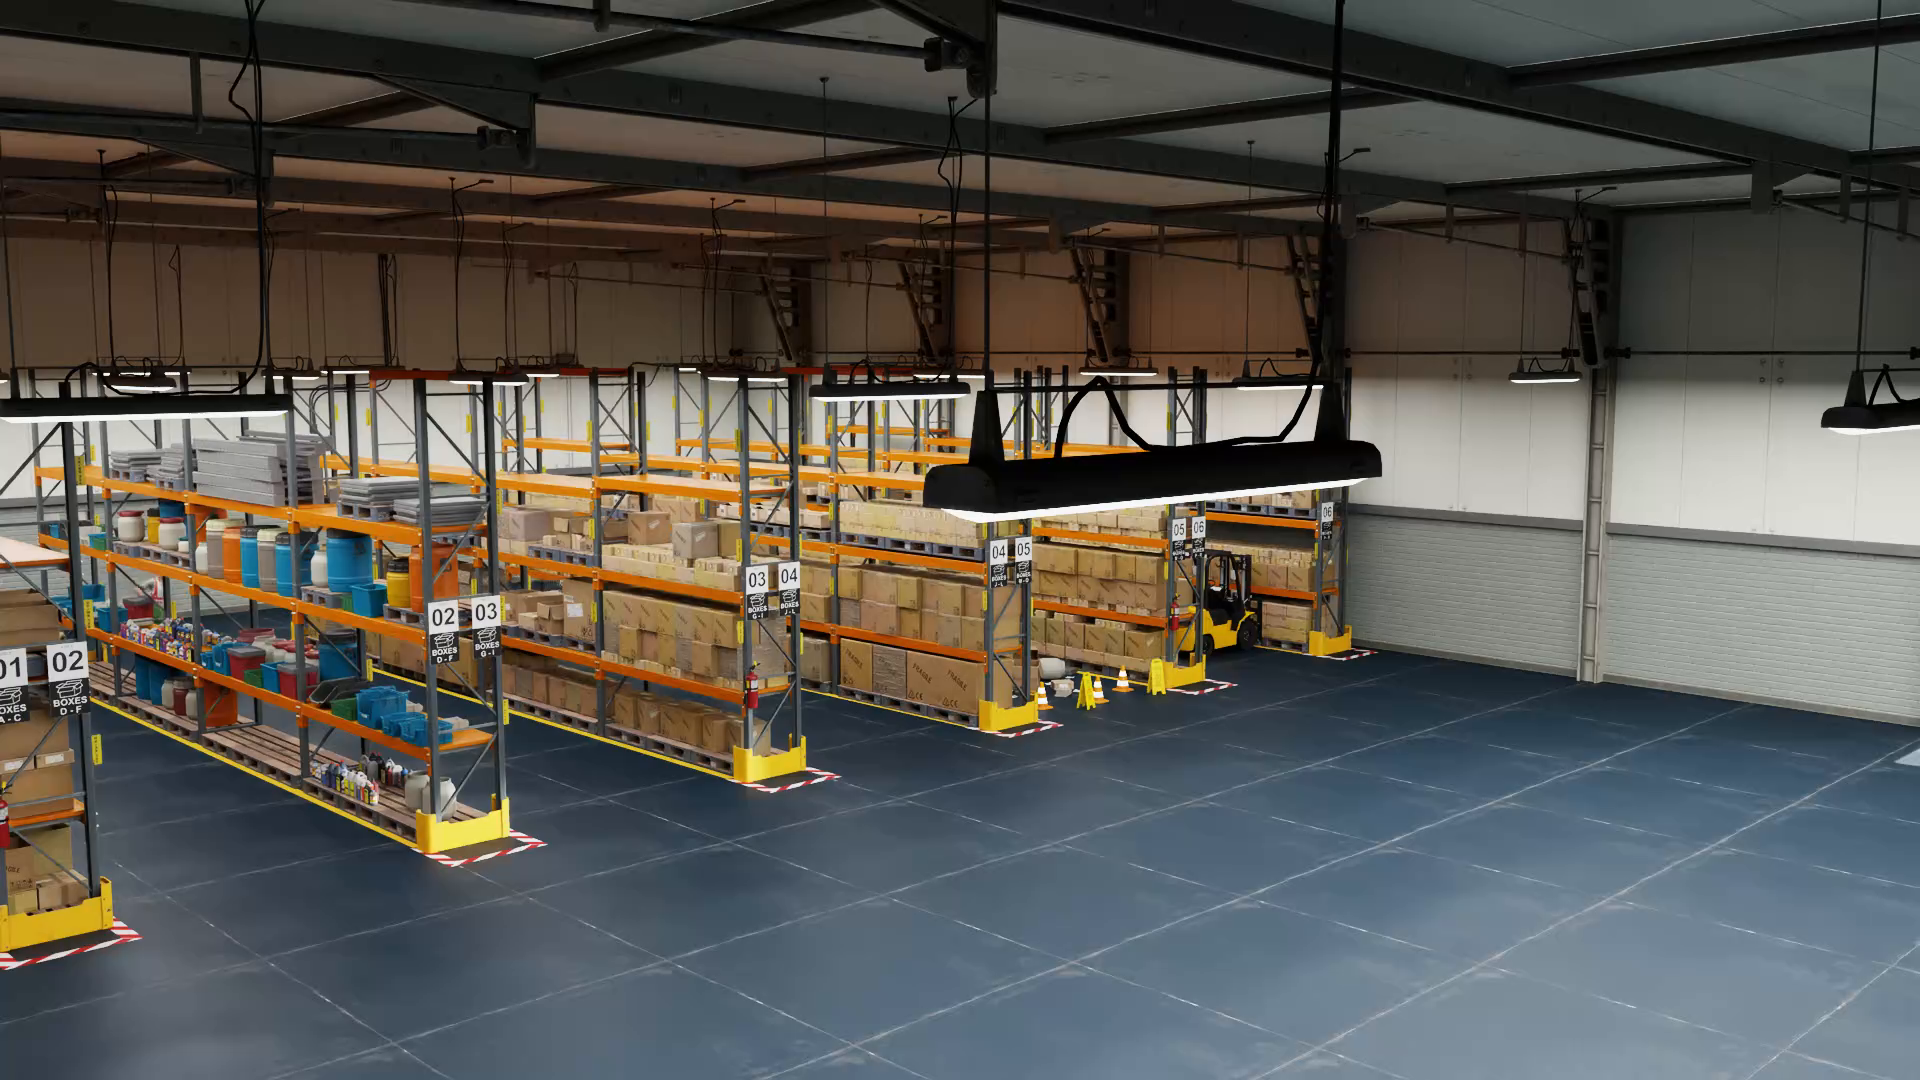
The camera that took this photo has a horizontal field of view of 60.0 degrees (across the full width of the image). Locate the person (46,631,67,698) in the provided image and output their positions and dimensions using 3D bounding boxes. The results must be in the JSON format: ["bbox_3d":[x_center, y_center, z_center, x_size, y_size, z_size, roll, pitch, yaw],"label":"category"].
[{"bbox_3d":[-16.038,2.203,29.385,0.577,1.661,0.929,-5,8,-36],"label":"person"}]

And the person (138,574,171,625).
[{"bbox_3d":[-17.559,1.424,36.174,0.699,1.726,0.793,1,6,5],"label":"person"}]

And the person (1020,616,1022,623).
[{"bbox_3d":[1.067,1.244,37.339,0.931,1.748,0.716,6,9,44],"label":"person"}]

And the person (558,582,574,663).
[{"bbox_3d":[-8.191,1.653,34.272,0.894,1.663,0.582,5,8,36],"label":"person"}]
